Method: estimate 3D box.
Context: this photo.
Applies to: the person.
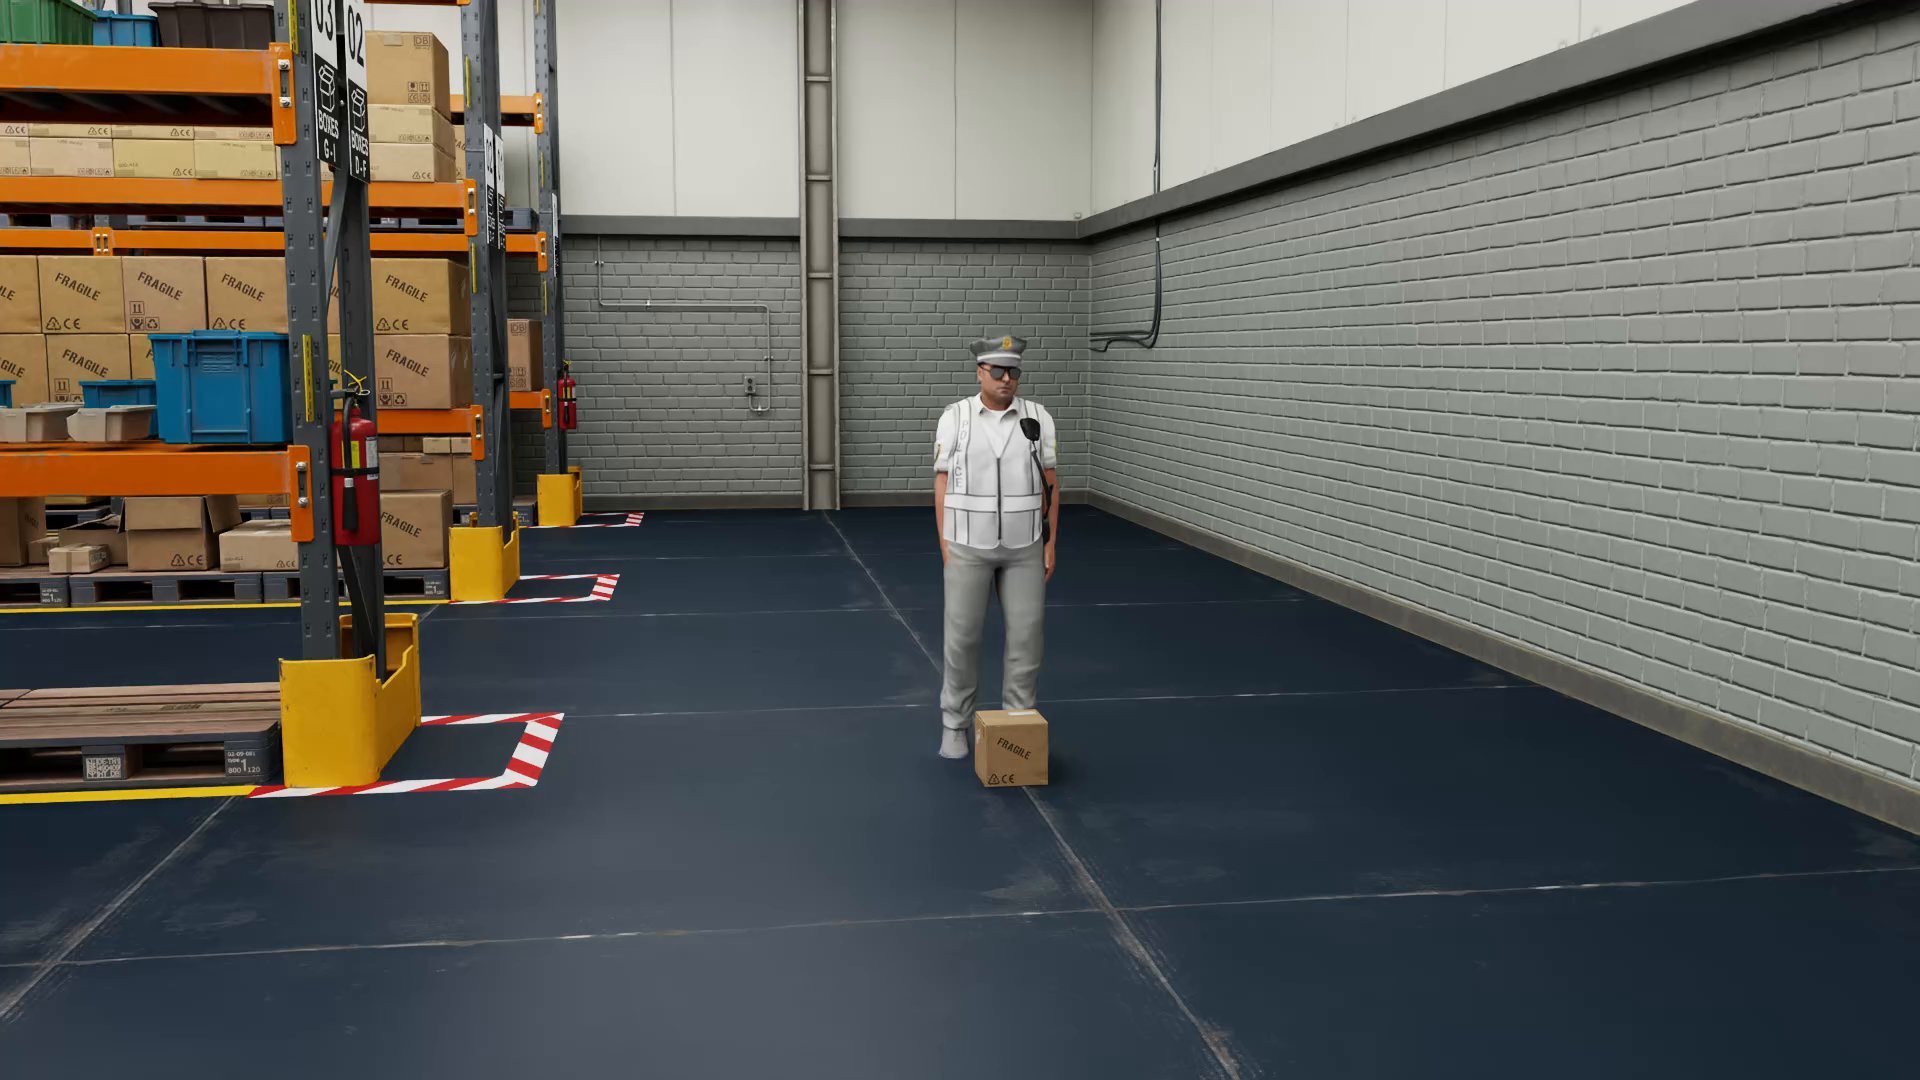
[{"bbox_3d":[0.162,0.037,6.979,0.529,1.762,0.393,-1,6,-8],"label":"person"}]
